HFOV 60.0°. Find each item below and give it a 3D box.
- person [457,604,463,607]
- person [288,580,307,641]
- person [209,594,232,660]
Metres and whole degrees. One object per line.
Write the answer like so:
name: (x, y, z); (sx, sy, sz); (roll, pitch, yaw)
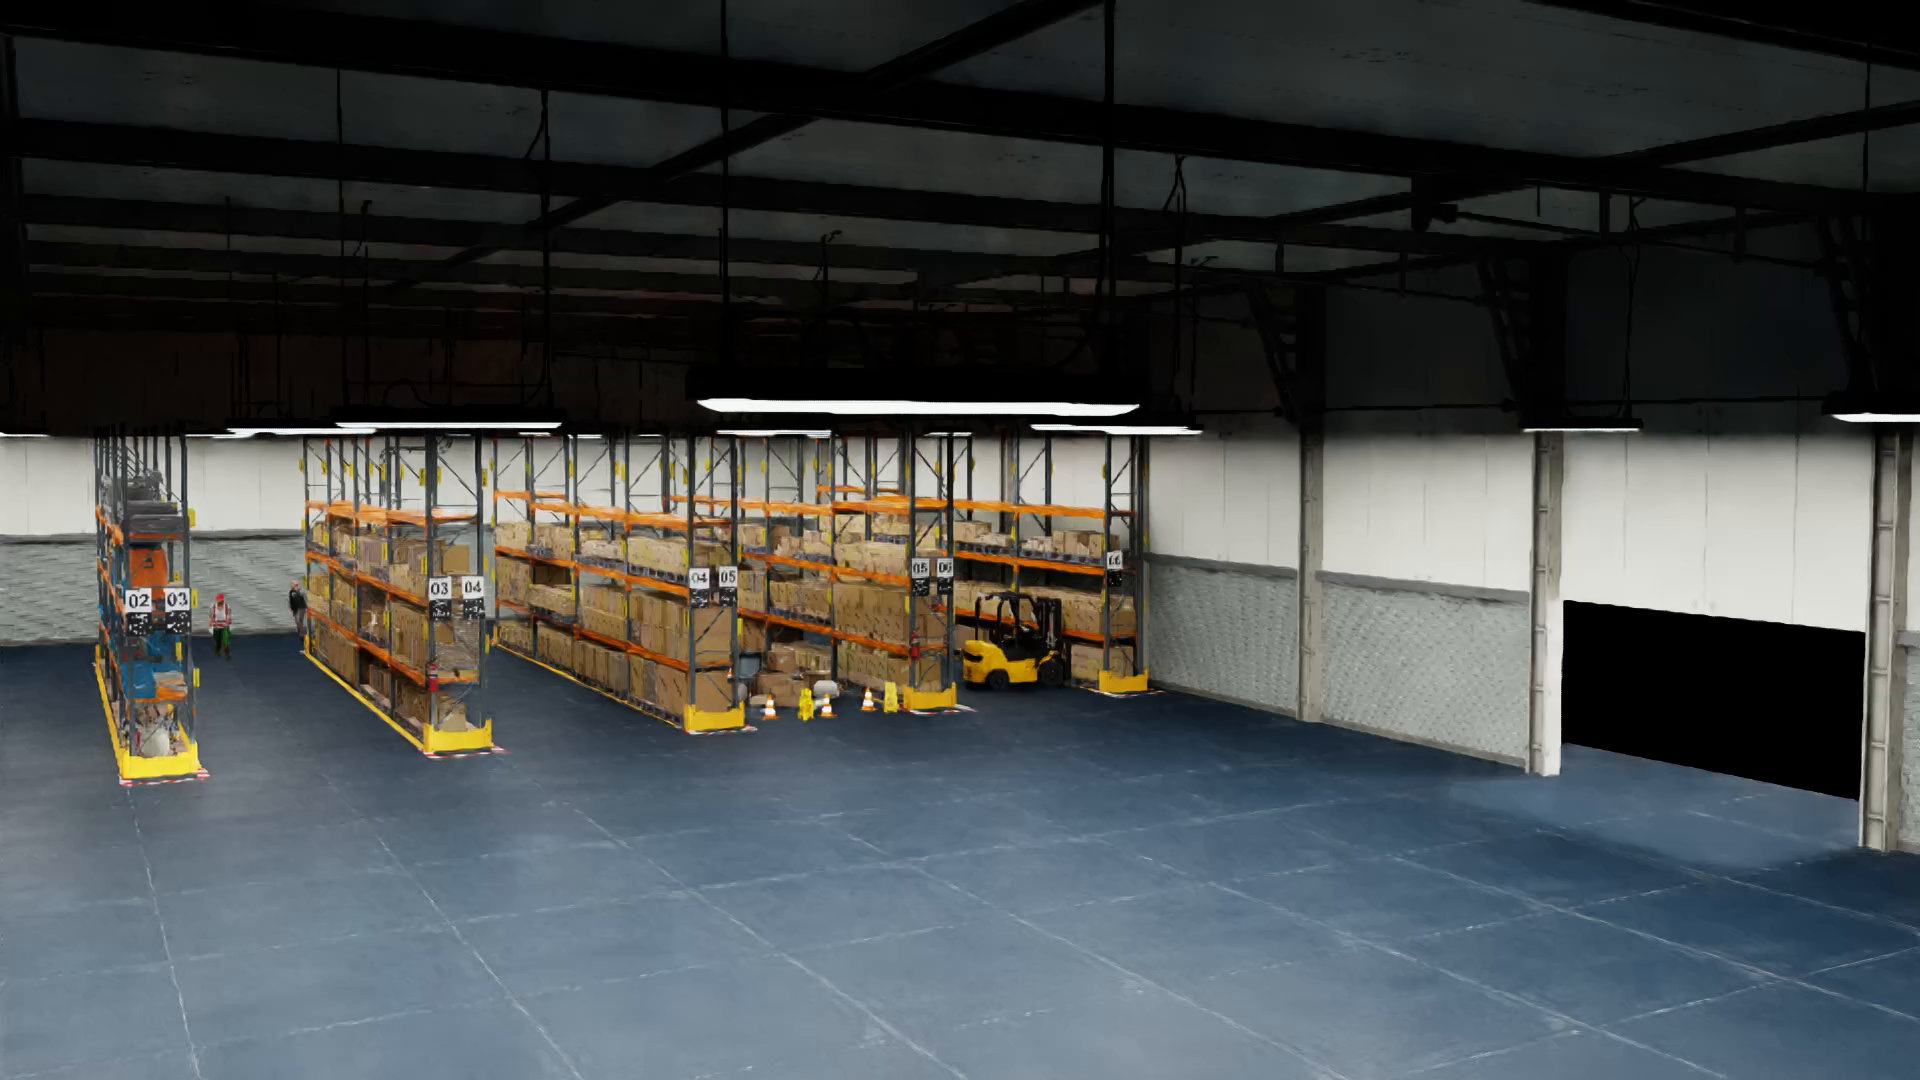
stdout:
person: (-13.566, 2.153, 45.573); (0.486, 1.584, 1.089); (-2, 4, -31)
person: (-18.841, 2.000, 47.431); (0.639, 1.726, 0.502); (2, 4, 25)
person: (-19.222, 2.238, 43.226); (0.553, 1.706, 1.123); (-2, 4, -26)
